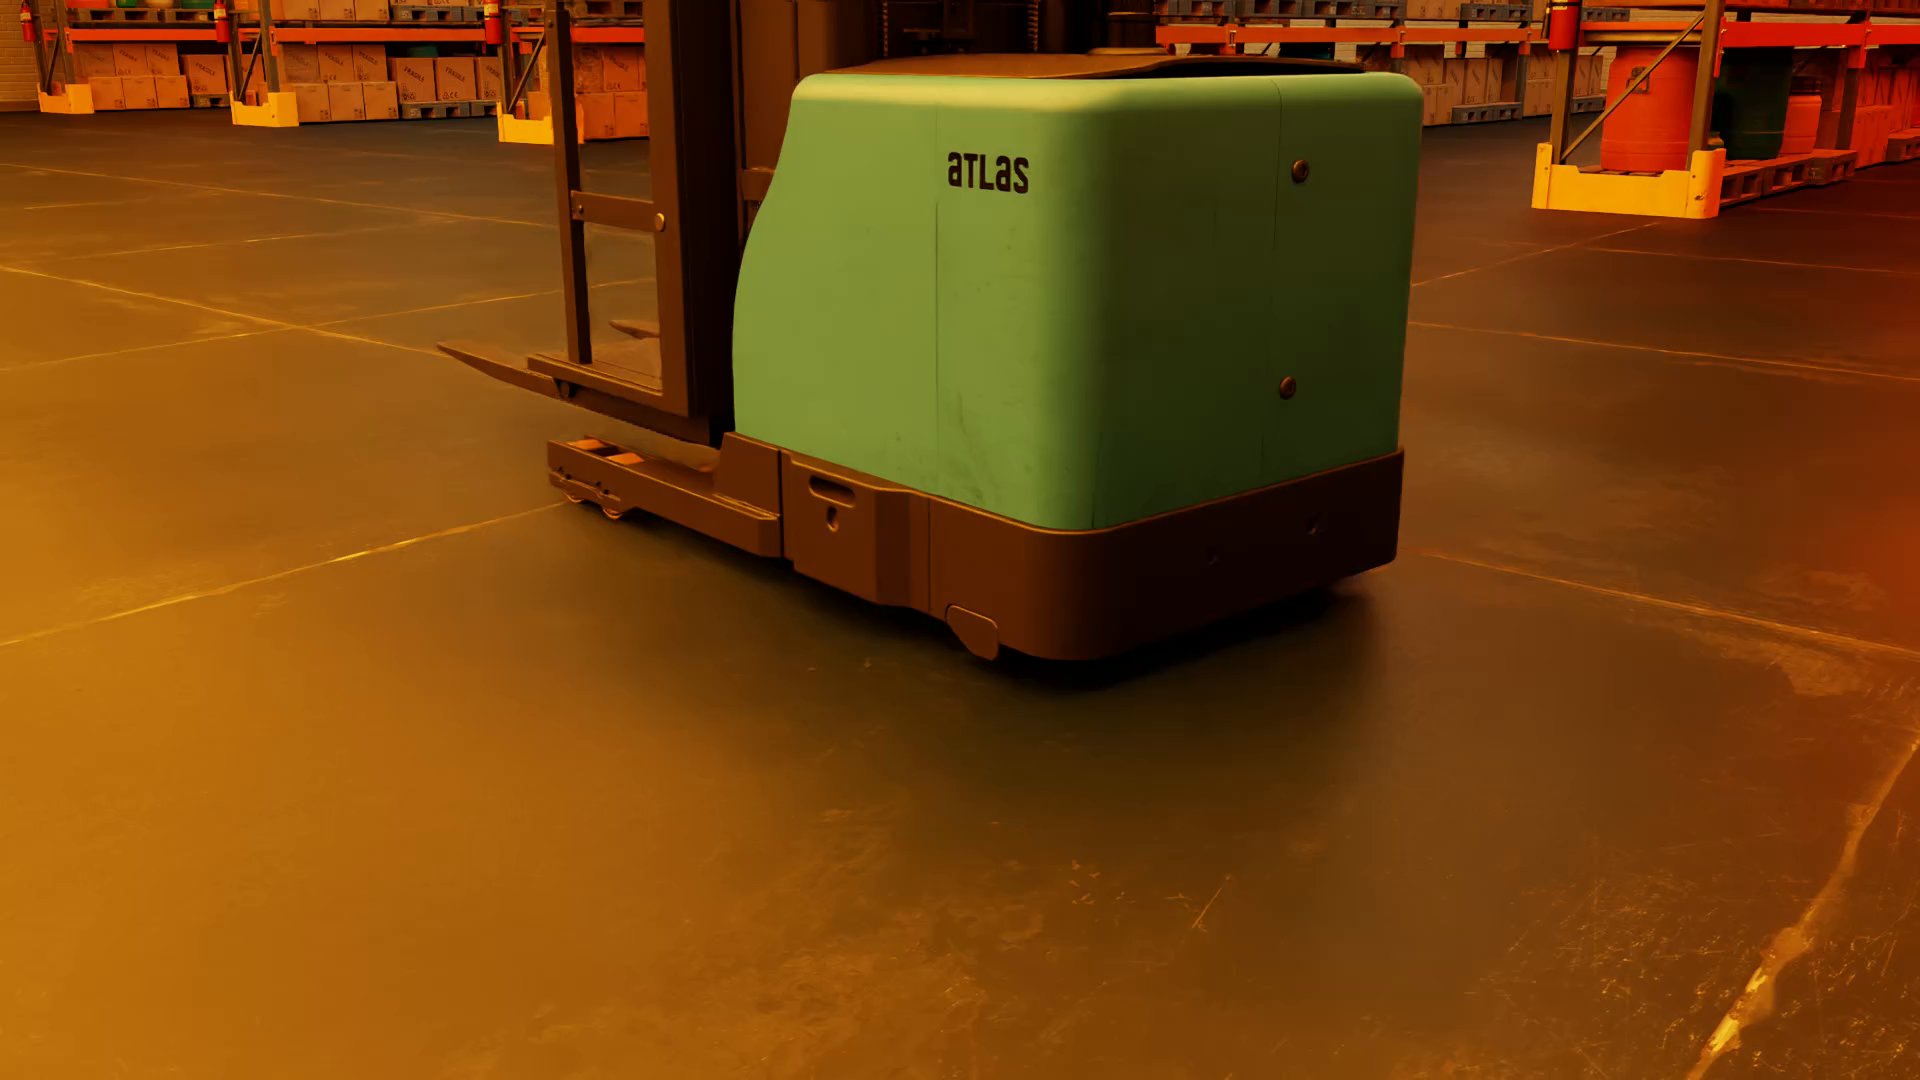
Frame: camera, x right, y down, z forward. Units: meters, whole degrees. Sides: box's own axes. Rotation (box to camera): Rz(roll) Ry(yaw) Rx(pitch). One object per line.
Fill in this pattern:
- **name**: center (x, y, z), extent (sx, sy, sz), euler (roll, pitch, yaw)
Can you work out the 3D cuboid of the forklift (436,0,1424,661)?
- **forklift**: center (-0.402, -1.536, 3.956), extent (1.130, 2.935, 3.031), euler (-14, 22, -39)
